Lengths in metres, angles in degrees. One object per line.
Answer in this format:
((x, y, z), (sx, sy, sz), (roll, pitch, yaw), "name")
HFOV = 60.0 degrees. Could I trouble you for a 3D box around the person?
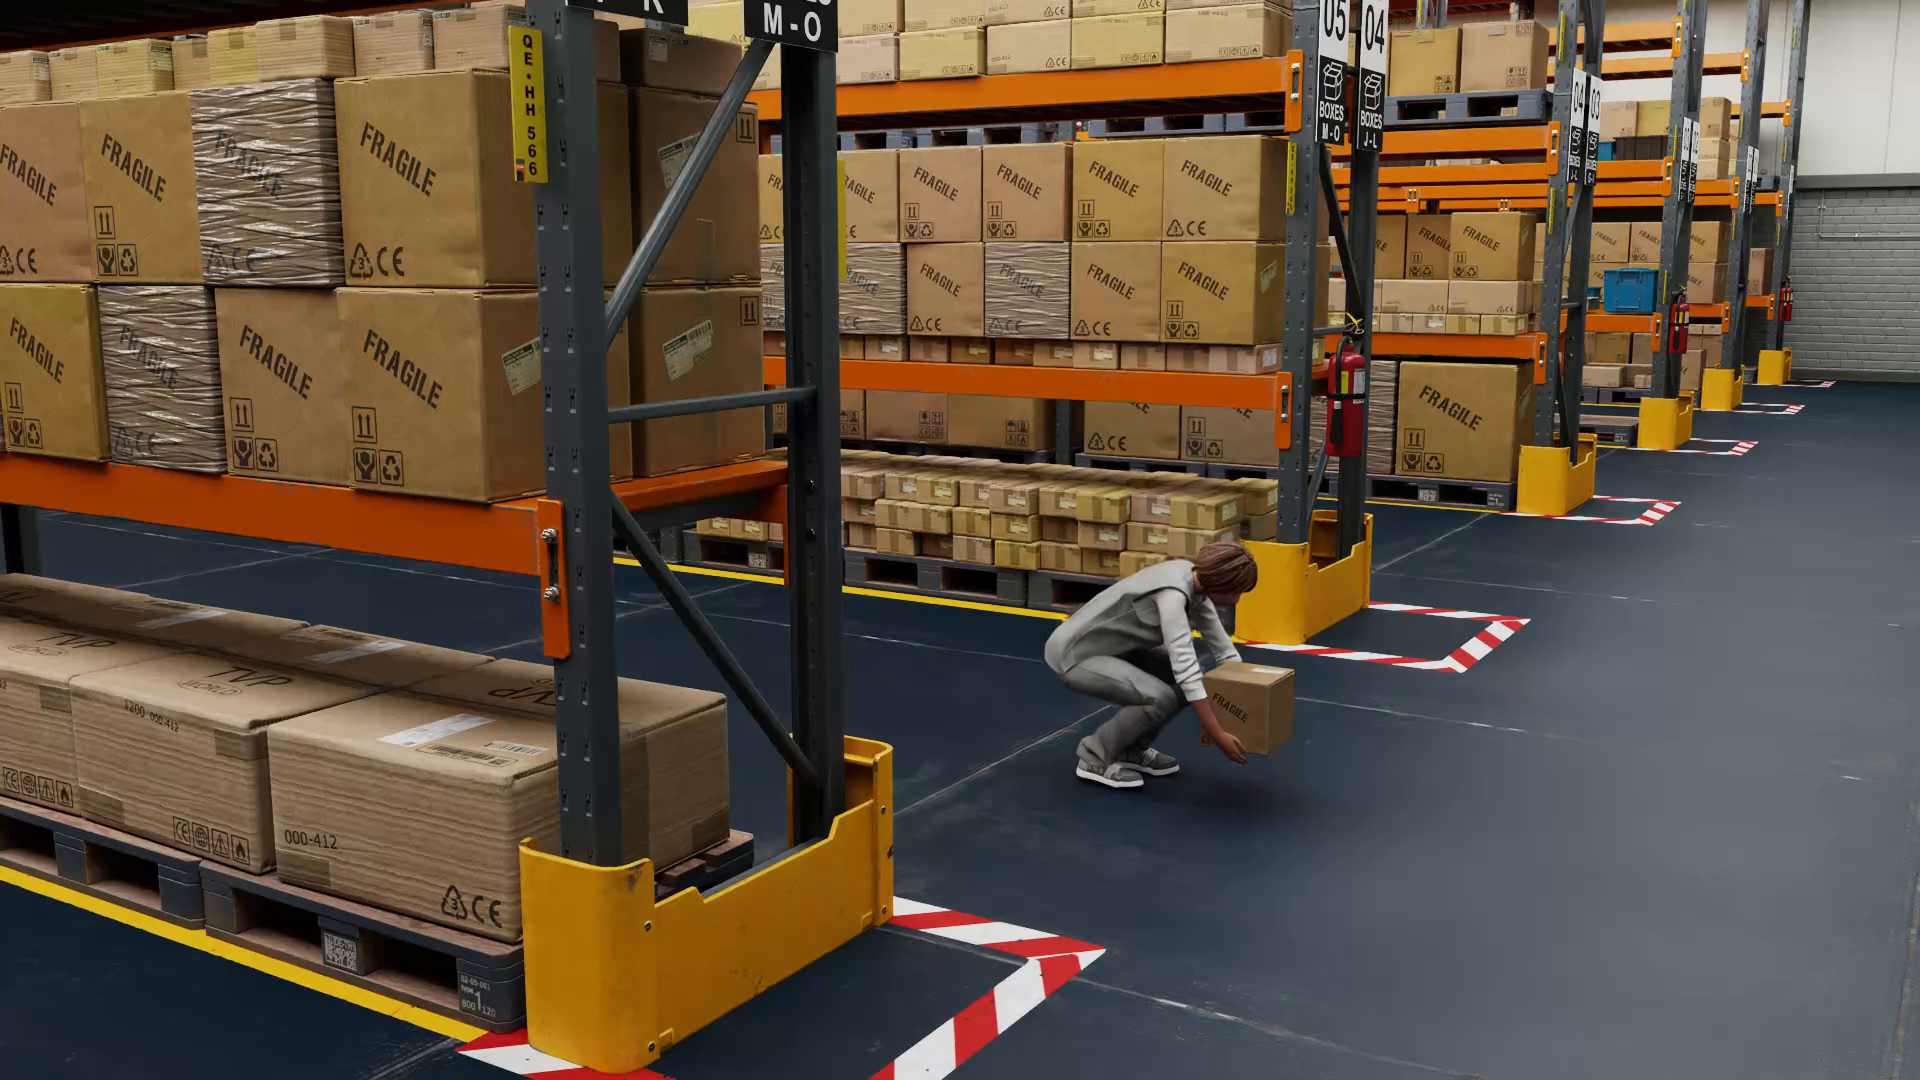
((0.704, 0.437, 5.976), (0.812, 0.889, 0.446), (6, 11, 31), "person")
